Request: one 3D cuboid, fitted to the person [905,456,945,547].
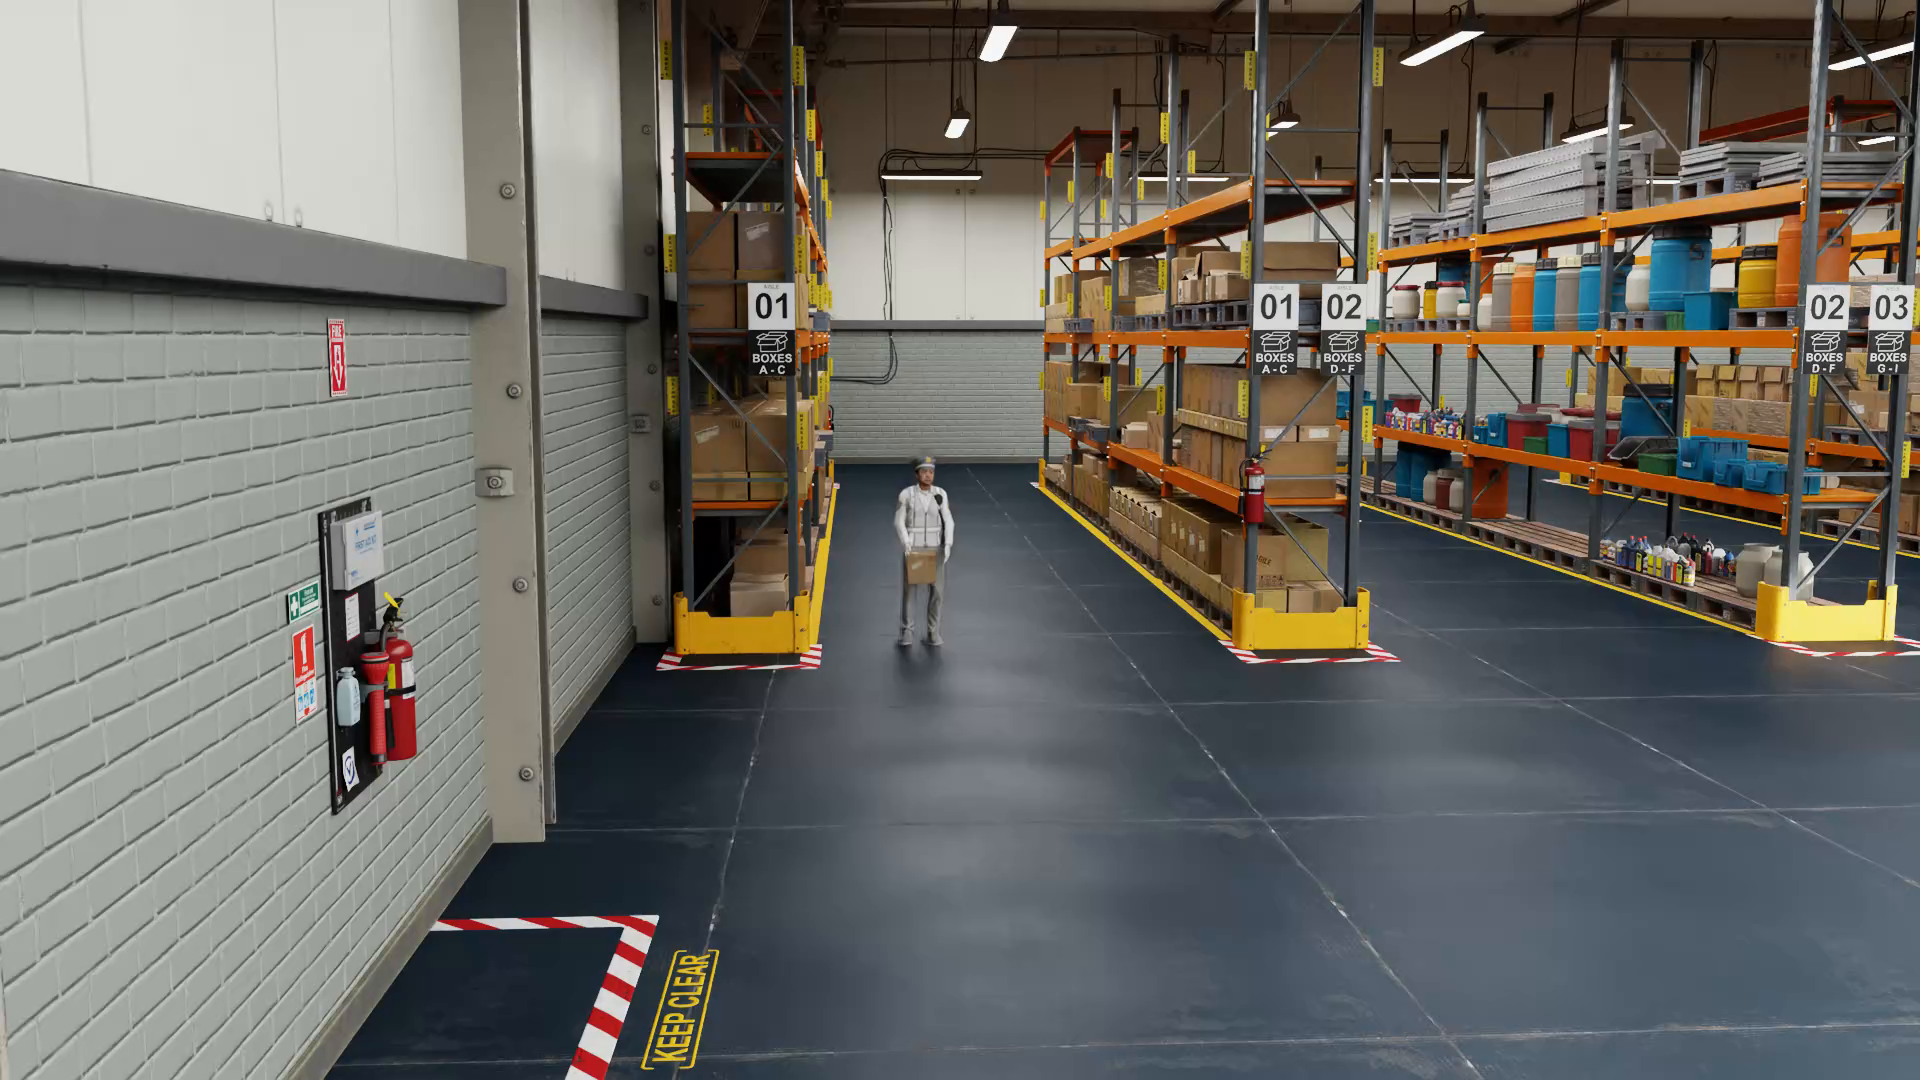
[{"bbox_3d":[-0.315,-0.344,14.887,0.370,0.833,0.314,-1,7,-11],"label":"person"}]
